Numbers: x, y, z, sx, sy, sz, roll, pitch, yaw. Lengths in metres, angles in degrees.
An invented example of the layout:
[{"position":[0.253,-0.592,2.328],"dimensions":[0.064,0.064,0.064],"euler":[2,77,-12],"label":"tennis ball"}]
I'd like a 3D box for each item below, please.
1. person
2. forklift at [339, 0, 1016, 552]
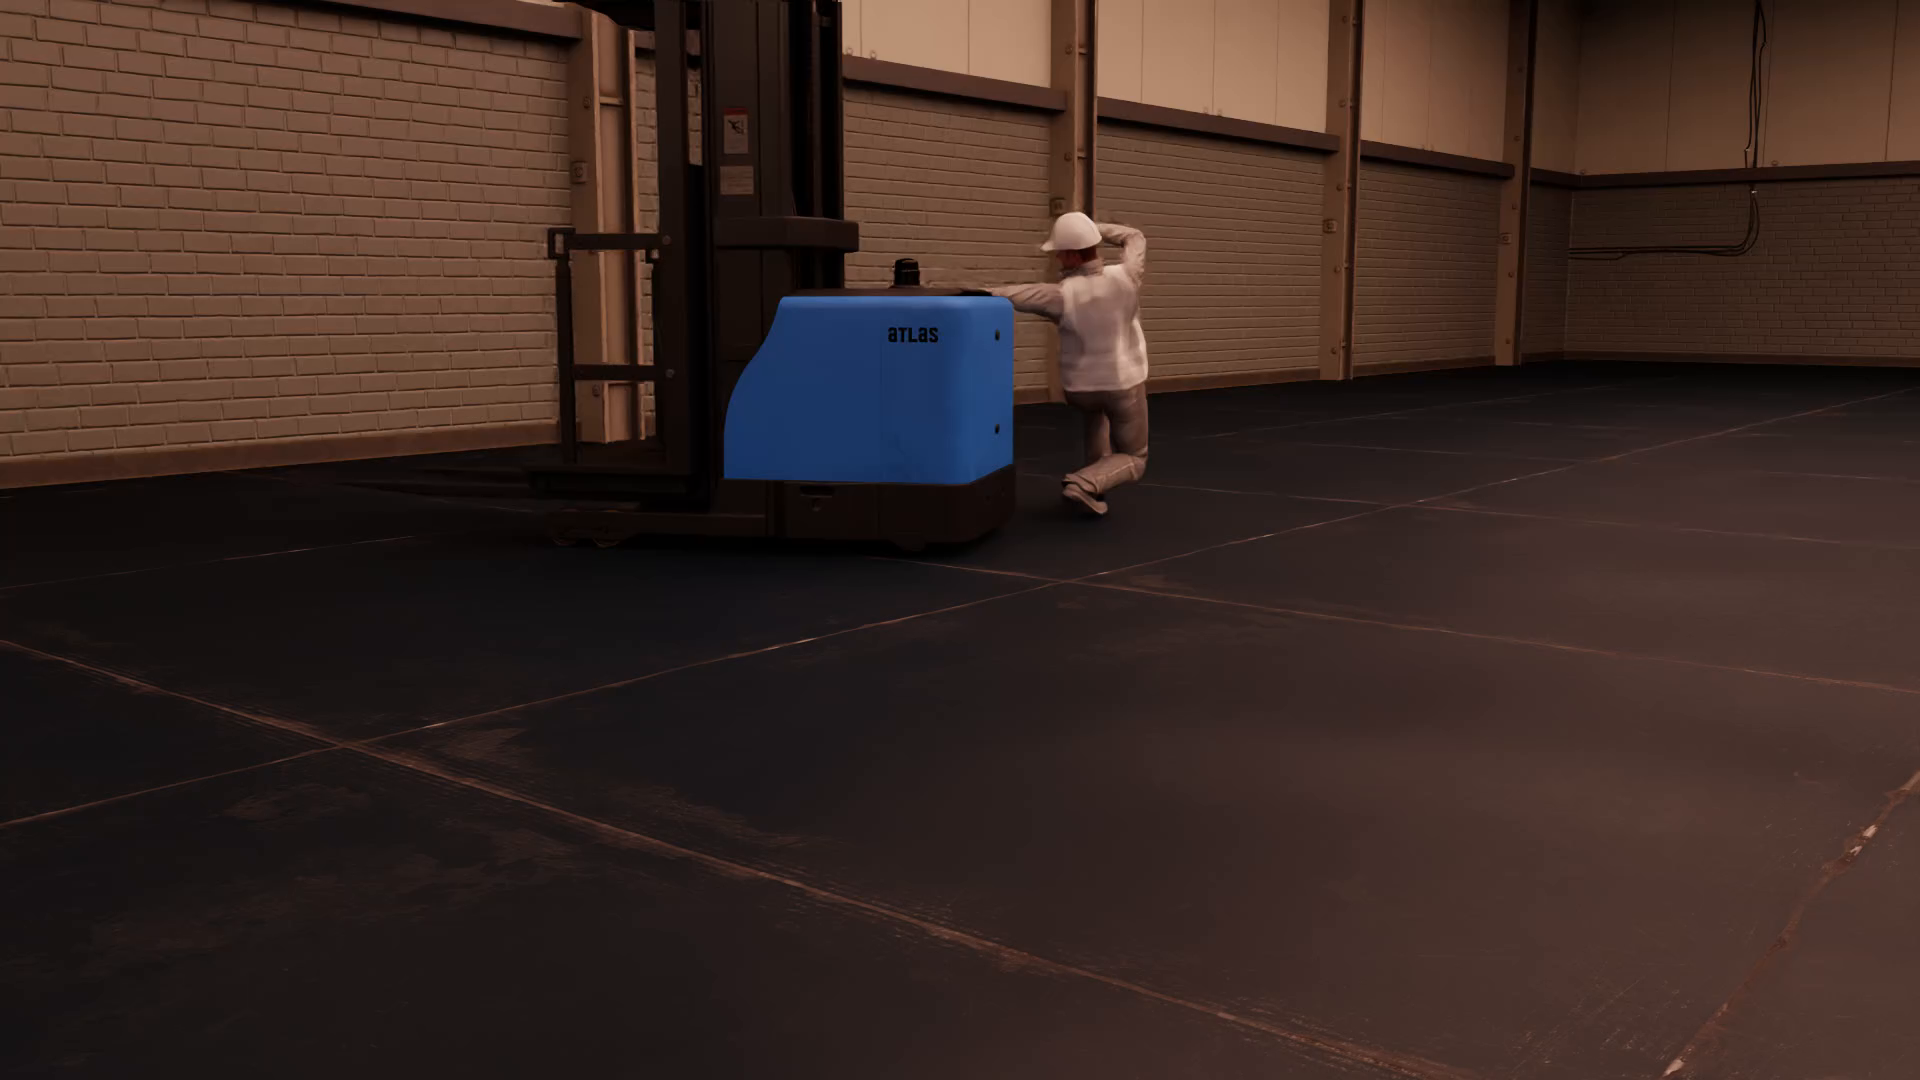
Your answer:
[{"position":[0.441,-0.878,8.394],"dimensions":[1.043,1.486,0.896],"euler":[3,9,18],"label":"person"},{"position":[-1.317,-1.489,7.454],"dimensions":[3.031,2.935,1.130],"euler":[2,9,13],"label":"forklift"}]
